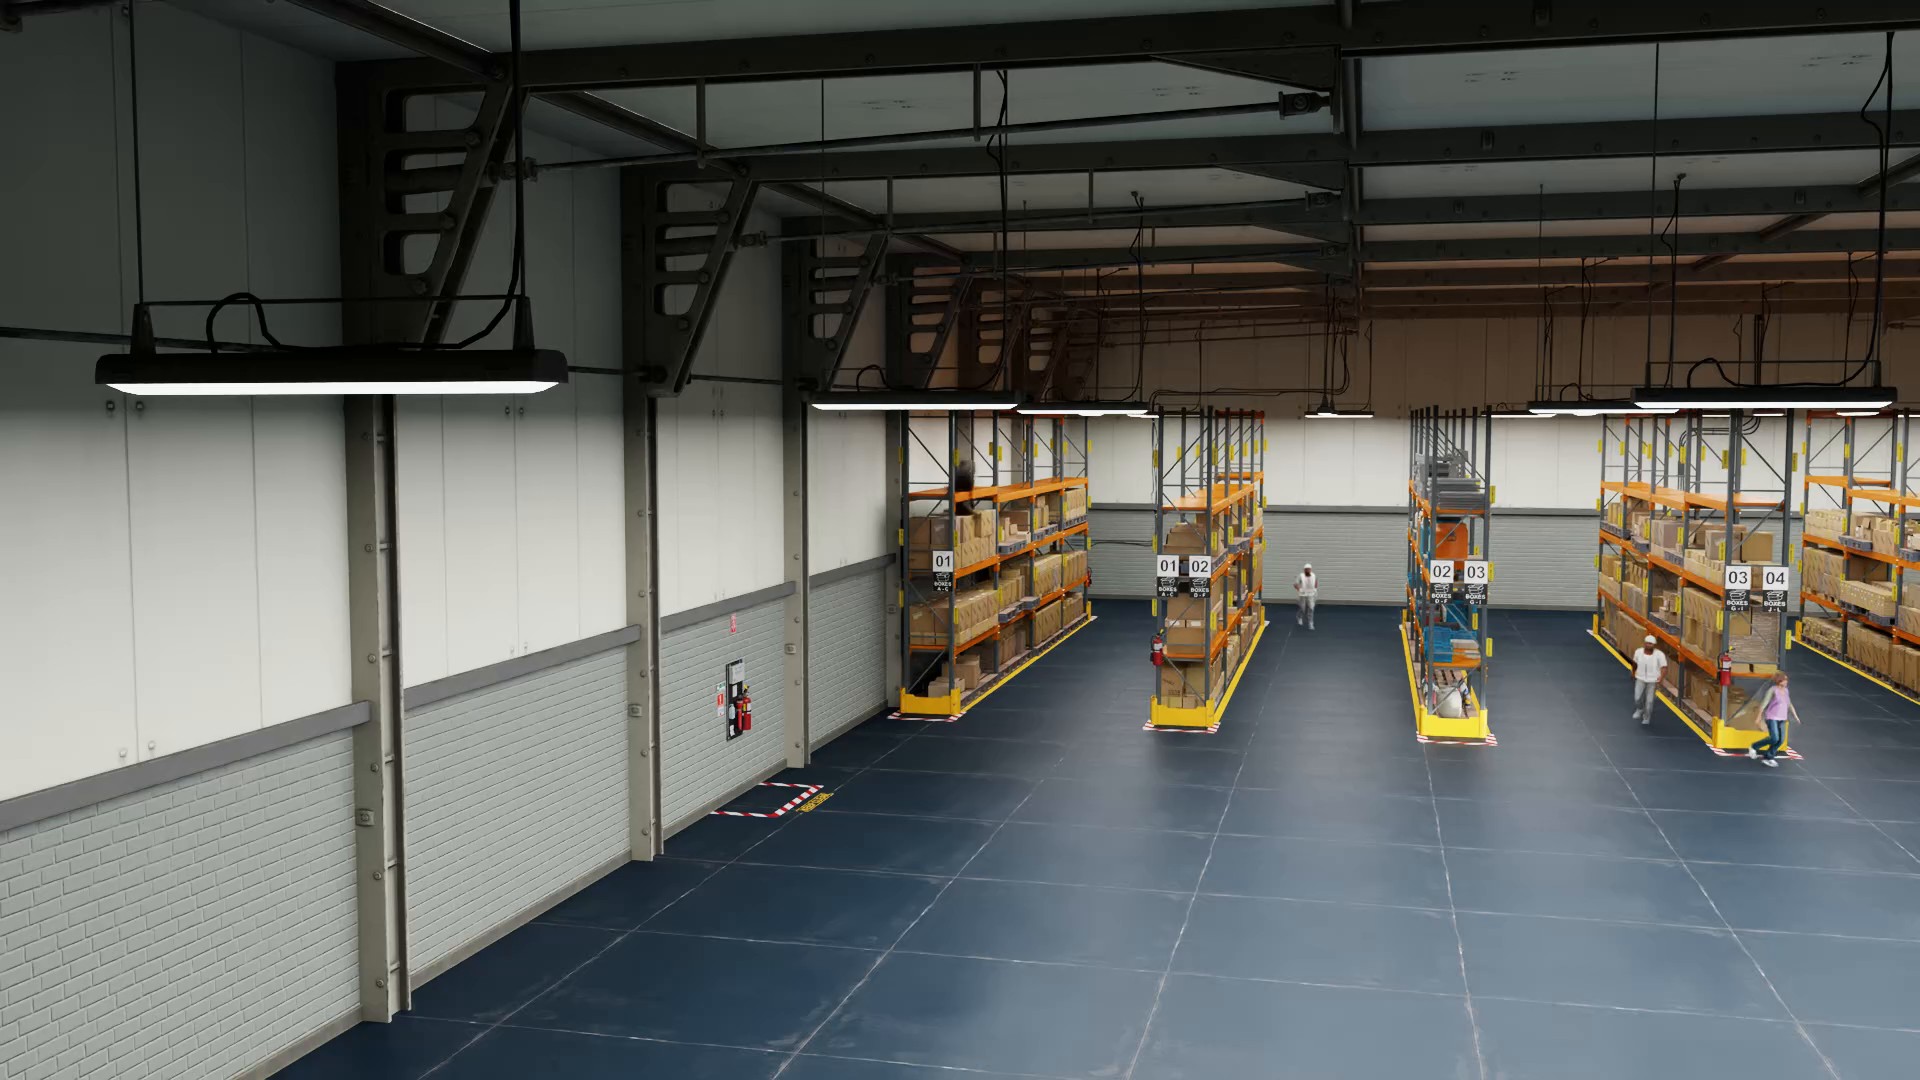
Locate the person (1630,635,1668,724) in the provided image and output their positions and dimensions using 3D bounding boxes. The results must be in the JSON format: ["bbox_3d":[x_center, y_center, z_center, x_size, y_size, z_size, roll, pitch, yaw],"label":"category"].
[{"bbox_3d":[12.886,2.622,31.177,0.722,1.712,0.786,3,5,32],"label":"person"}]

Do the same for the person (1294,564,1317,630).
[{"bbox_3d":[9.535,1.543,45.797,0.694,1.793,0.929,0,4,-6],"label":"person"}]

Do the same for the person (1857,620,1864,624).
[{"bbox_3d":[23.766,1.734,43.379,0.776,1.805,0.944,-4,5,-41],"label":"person"}]

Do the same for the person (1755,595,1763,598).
[{"bbox_3d":[21.142,1.768,44.063,0.847,1.630,0.649,-2,5,-27],"label":"person"}]

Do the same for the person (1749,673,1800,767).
[{"bbox_3d":[13.482,2.974,27.549,0.580,1.576,0.637,-2,5,-25],"label":"person"}]
